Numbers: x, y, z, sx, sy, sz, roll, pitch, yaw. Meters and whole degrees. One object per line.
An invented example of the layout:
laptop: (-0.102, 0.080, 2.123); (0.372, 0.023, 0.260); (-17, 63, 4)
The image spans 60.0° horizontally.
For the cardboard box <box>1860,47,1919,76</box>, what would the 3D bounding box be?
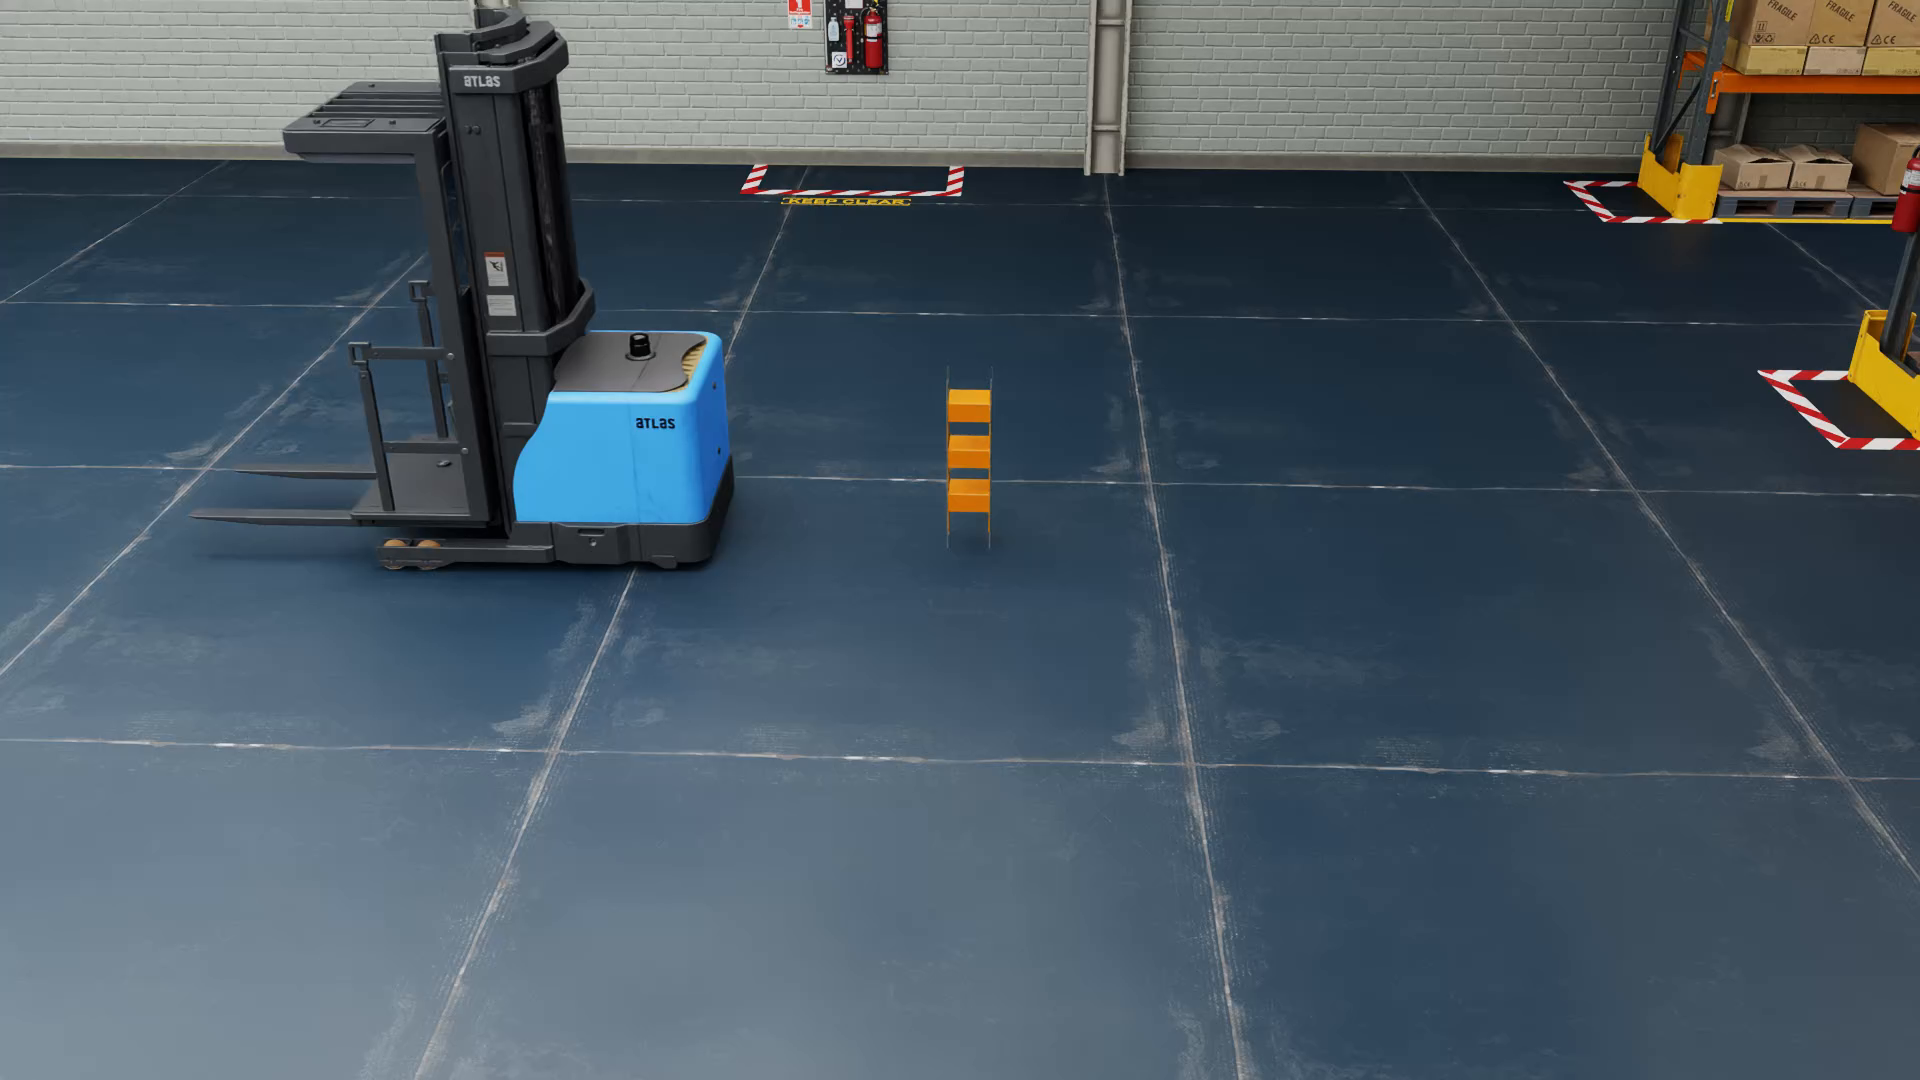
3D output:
cardboard box: (8.221, -4.323, 14.842); (0.500, 0.250, 0.500); (1, 28, 1)

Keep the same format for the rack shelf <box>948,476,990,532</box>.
rack shelf: (0.053, -0.208, 9.638); (0.240, 0.259, 0.215); (1, 28, 2)

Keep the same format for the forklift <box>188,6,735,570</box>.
forklift: (-2.909, -1.371, 9.206); (3.031, 2.935, 1.130); (1, 28, 2)

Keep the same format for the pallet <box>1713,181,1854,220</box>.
pallet: (7.603, -3.287, 15.726); (1.213, 0.211, 1.003); (1, 28, 2)

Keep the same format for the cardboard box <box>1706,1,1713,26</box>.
cardboard box: (7.195, -4.916, 15.160); (0.500, 0.500, 0.500); (1, 28, 1)

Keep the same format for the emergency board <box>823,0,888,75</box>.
emergency board: (-1.018, -5.102, 16.172); (0.643, 1.169, 0.194); (1, 28, 2)

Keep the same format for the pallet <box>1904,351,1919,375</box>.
pallet: (7.311, -1.007, 11.424); (1.213, 0.211, 1.003); (1, 28, 2)

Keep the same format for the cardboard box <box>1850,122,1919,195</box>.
cardboard box: (8.705, -3.542, 15.429); (0.500, 0.500, 0.700); (-1, 28, -1)

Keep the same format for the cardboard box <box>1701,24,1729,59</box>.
cardboard box: (7.190, -4.576, 15.319); (0.500, 0.250, 0.500); (1, 28, 3)

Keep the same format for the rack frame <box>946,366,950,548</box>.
rack frame: (-0.068, -0.465, 9.506); (0.008, 1.050, 0.200); (1, 28, 2)

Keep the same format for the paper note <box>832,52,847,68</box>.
paper note: (-1.193, -4.748, 16.445); (0.142, 0.148, 0.016); (1, 28, 2)

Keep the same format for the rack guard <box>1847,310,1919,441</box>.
rack guard: (6.521, -1.128, 11.344); (0.348, 0.500, 1.175); (1, 28, 2)

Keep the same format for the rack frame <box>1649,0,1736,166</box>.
rack frame: (6.716, -4.551, 15.132); (0.127, 3.000, 1.000); (1, 28, 2)

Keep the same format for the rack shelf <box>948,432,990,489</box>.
rack shelf: (0.053, -0.454, 9.507); (0.240, 0.259, 0.215); (1, 28, 2)

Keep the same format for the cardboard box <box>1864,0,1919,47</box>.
cardboard box: (8.192, -4.652, 14.661); (0.500, 0.500, 0.500); (0, 28, 0)

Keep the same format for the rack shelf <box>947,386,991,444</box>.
rack shelf: (0.053, -0.704, 9.374); (0.240, 0.259, 0.215); (1, 28, 2)

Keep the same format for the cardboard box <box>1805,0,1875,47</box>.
cardboard box: (7.676, -4.663, 14.682); (0.500, 0.500, 0.500); (1, 28, 2)

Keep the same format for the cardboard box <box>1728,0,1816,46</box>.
cardboard box: (7.182, -4.676, 14.706); (0.500, 0.500, 0.500); (1, 28, 2)

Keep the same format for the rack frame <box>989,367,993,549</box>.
rack frame: (0.175, -0.461, 9.499); (0.008, 1.050, 0.200); (1, 28, 2)

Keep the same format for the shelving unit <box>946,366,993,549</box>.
shelving unit: (0.053, -0.463, 9.502); (0.252, 1.050, 0.215); (1, 28, 2)

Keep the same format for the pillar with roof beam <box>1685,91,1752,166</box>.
pillar with roof beam: (7.294, -5.580, 10.668); (0.400, 9.000, 9.100); (1, 28, 2)

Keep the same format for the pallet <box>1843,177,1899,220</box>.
pallet: (8.819, -3.266, 15.686); (1.213, 0.211, 1.003); (1, 28, 2)

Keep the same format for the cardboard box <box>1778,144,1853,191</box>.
cardboard box: (7.974, -3.494, 15.540); (0.500, 0.311, 0.500); (3, 28, 6)

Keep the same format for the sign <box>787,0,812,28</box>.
sign: (-1.567, -5.175, 16.272); (0.234, 0.329, 0.001); (1, 28, 2)

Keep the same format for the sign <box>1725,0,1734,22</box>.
sign: (6.697, -4.679, 14.450); (0.005, 0.325, 0.100); (1, 28, 2)

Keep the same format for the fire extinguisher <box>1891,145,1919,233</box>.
fire extinguisher: (6.443, -2.417, 11.190); (0.183, 0.674, 0.296); (1, 28, 2)

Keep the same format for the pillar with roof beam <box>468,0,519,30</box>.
pillar with roof beam: (-4.698, -5.778, 11.042); (0.400, 9.000, 9.100); (1, 28, 2)

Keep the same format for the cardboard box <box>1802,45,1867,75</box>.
cardboard box: (7.712, -4.335, 14.863); (0.500, 0.250, 0.500); (0, 28, 0)

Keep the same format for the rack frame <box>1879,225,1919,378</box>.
rack frame: (6.545, -2.232, 10.758); (0.127, 3.000, 1.000); (1, 28, 2)

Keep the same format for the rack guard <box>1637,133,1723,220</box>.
rack guard: (6.792, -3.445, 15.715); (0.348, 0.500, 1.175); (1, 28, 2)

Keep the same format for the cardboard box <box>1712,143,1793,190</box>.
cardboard box: (7.404, -3.504, 15.558); (0.500, 0.311, 0.500); (-2, 28, -4)

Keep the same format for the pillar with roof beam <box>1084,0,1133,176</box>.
pillar with roof beam: (1.298, -5.679, 10.855); (0.400, 9.000, 9.100); (1, 28, 2)

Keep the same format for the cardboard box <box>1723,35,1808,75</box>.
cardboard box: (7.192, -4.337, 14.867); (0.500, 0.250, 0.500); (0, 28, 0)

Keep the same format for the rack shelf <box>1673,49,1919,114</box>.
rack shelf: (8.715, -4.200, 15.238); (4.000, 0.370, 1.077); (1, 28, 2)
